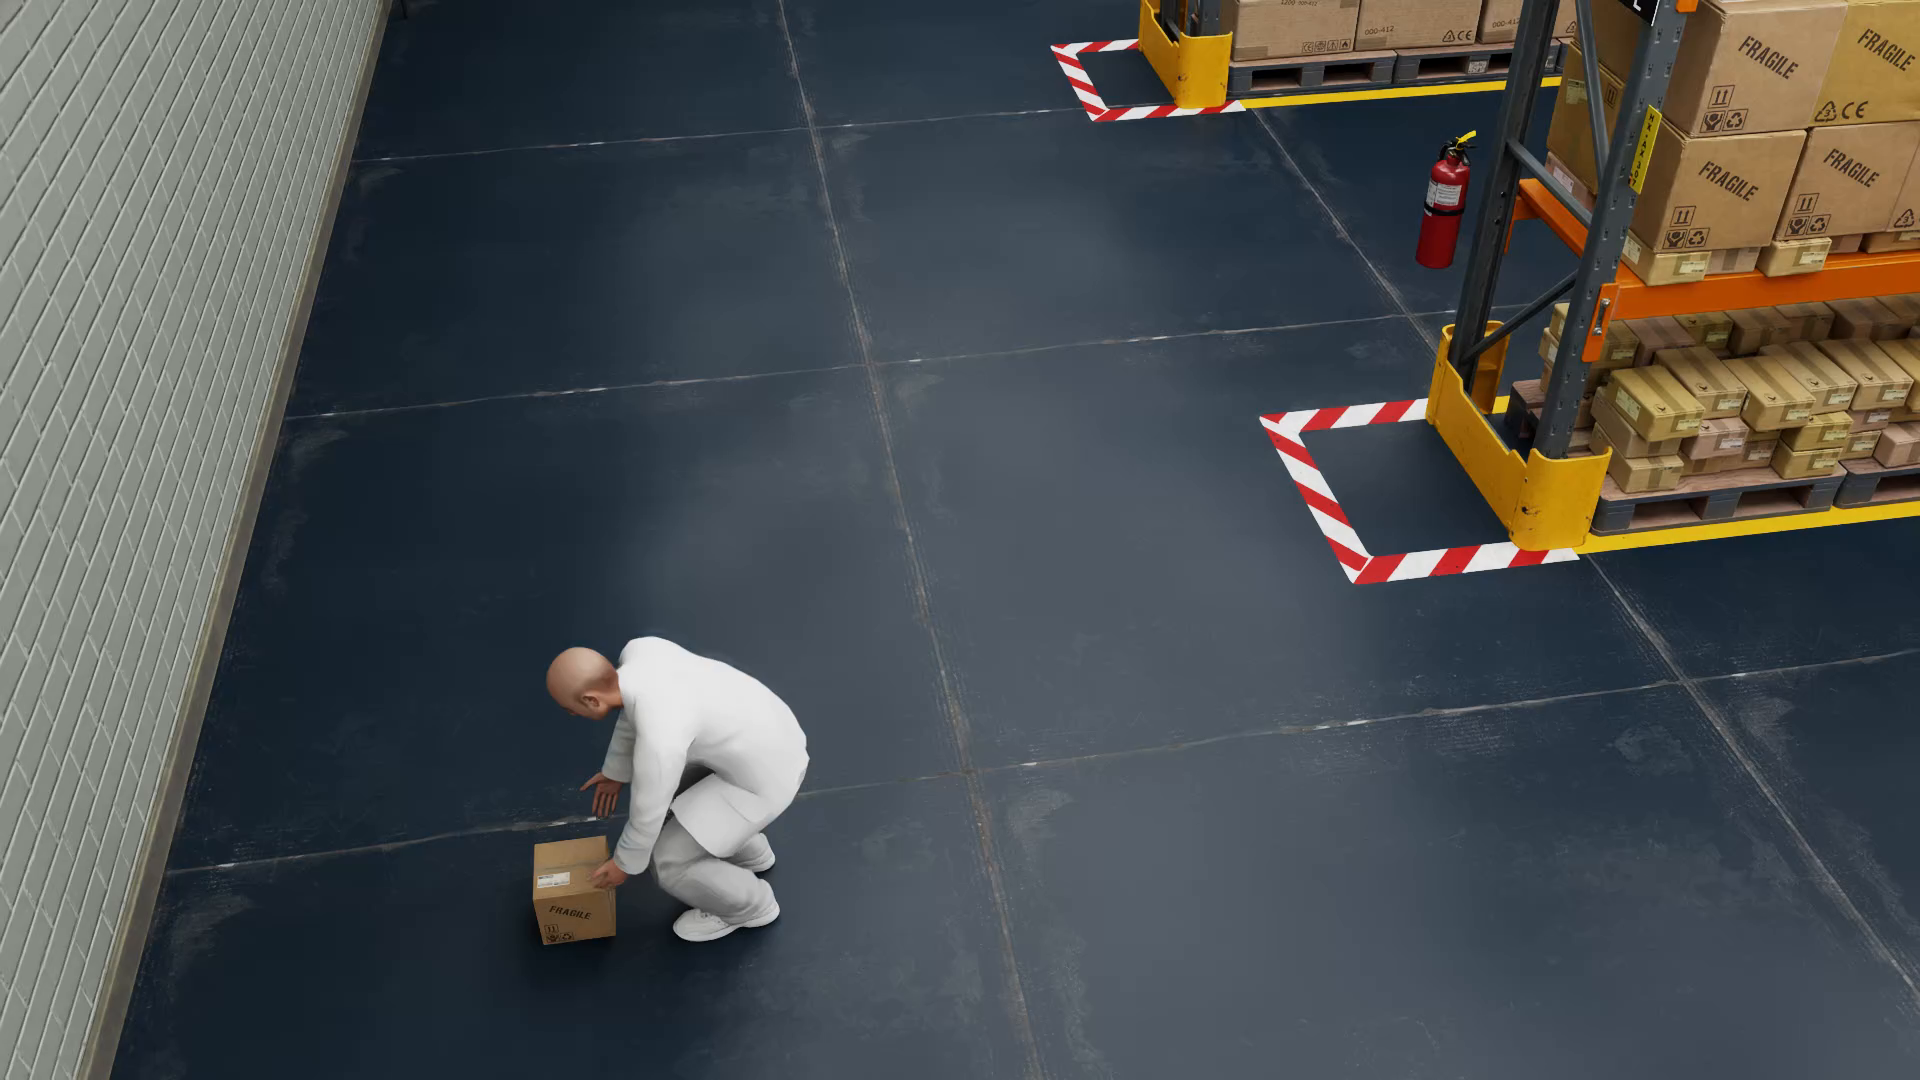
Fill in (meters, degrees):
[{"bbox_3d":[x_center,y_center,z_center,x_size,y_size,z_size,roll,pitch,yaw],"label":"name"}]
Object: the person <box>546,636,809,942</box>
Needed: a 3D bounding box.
[{"bbox_3d":[-0.897,0.810,5.559,0.793,1.256,0.631,-6,39,-8],"label":"person"}]
